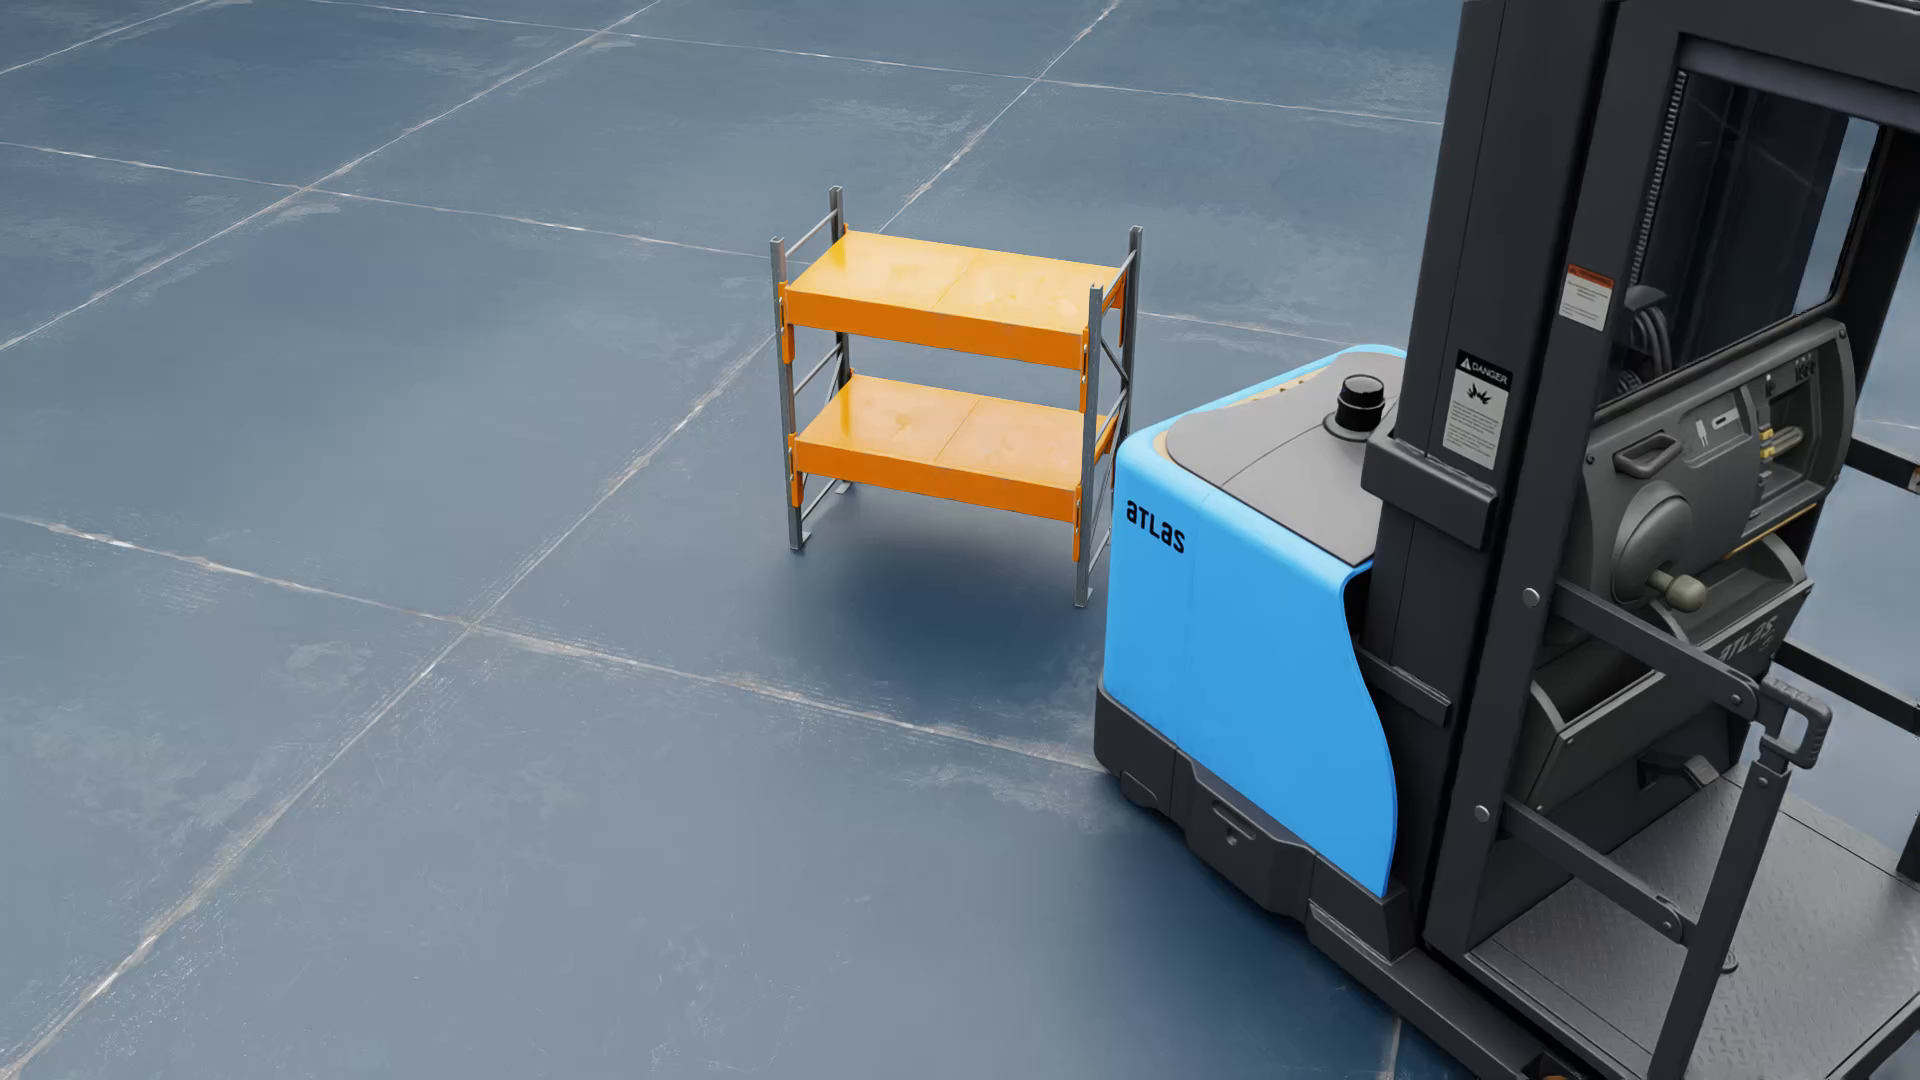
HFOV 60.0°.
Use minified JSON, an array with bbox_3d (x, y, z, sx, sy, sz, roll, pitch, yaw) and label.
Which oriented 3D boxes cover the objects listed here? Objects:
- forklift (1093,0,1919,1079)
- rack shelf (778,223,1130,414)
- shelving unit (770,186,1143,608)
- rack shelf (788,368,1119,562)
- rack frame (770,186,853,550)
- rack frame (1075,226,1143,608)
[{"bbox_3d":[1.663,-0.103,3.207,1.130,2.935,3.031,-22,39,-30],"label":"forklift"},{"bbox_3d":[-0.006,-0.720,5.288,1.000,0.278,0.538,11,34,16],"label":"rack shelf"},{"bbox_3d":[-0.006,-0.474,5.447,1.048,1.125,0.538,11,34,16],"label":"shelving unit"},{"bbox_3d":[-0.006,-0.268,5.579,1.000,0.278,0.538,11,34,16],"label":"rack shelf"},{"bbox_3d":[-0.485,-0.567,5.591,0.032,1.125,0.500,11,34,16],"label":"rack frame"},{"bbox_3d":[0.472,-0.381,5.303,0.032,1.125,0.500,11,34,16],"label":"rack frame"}]
